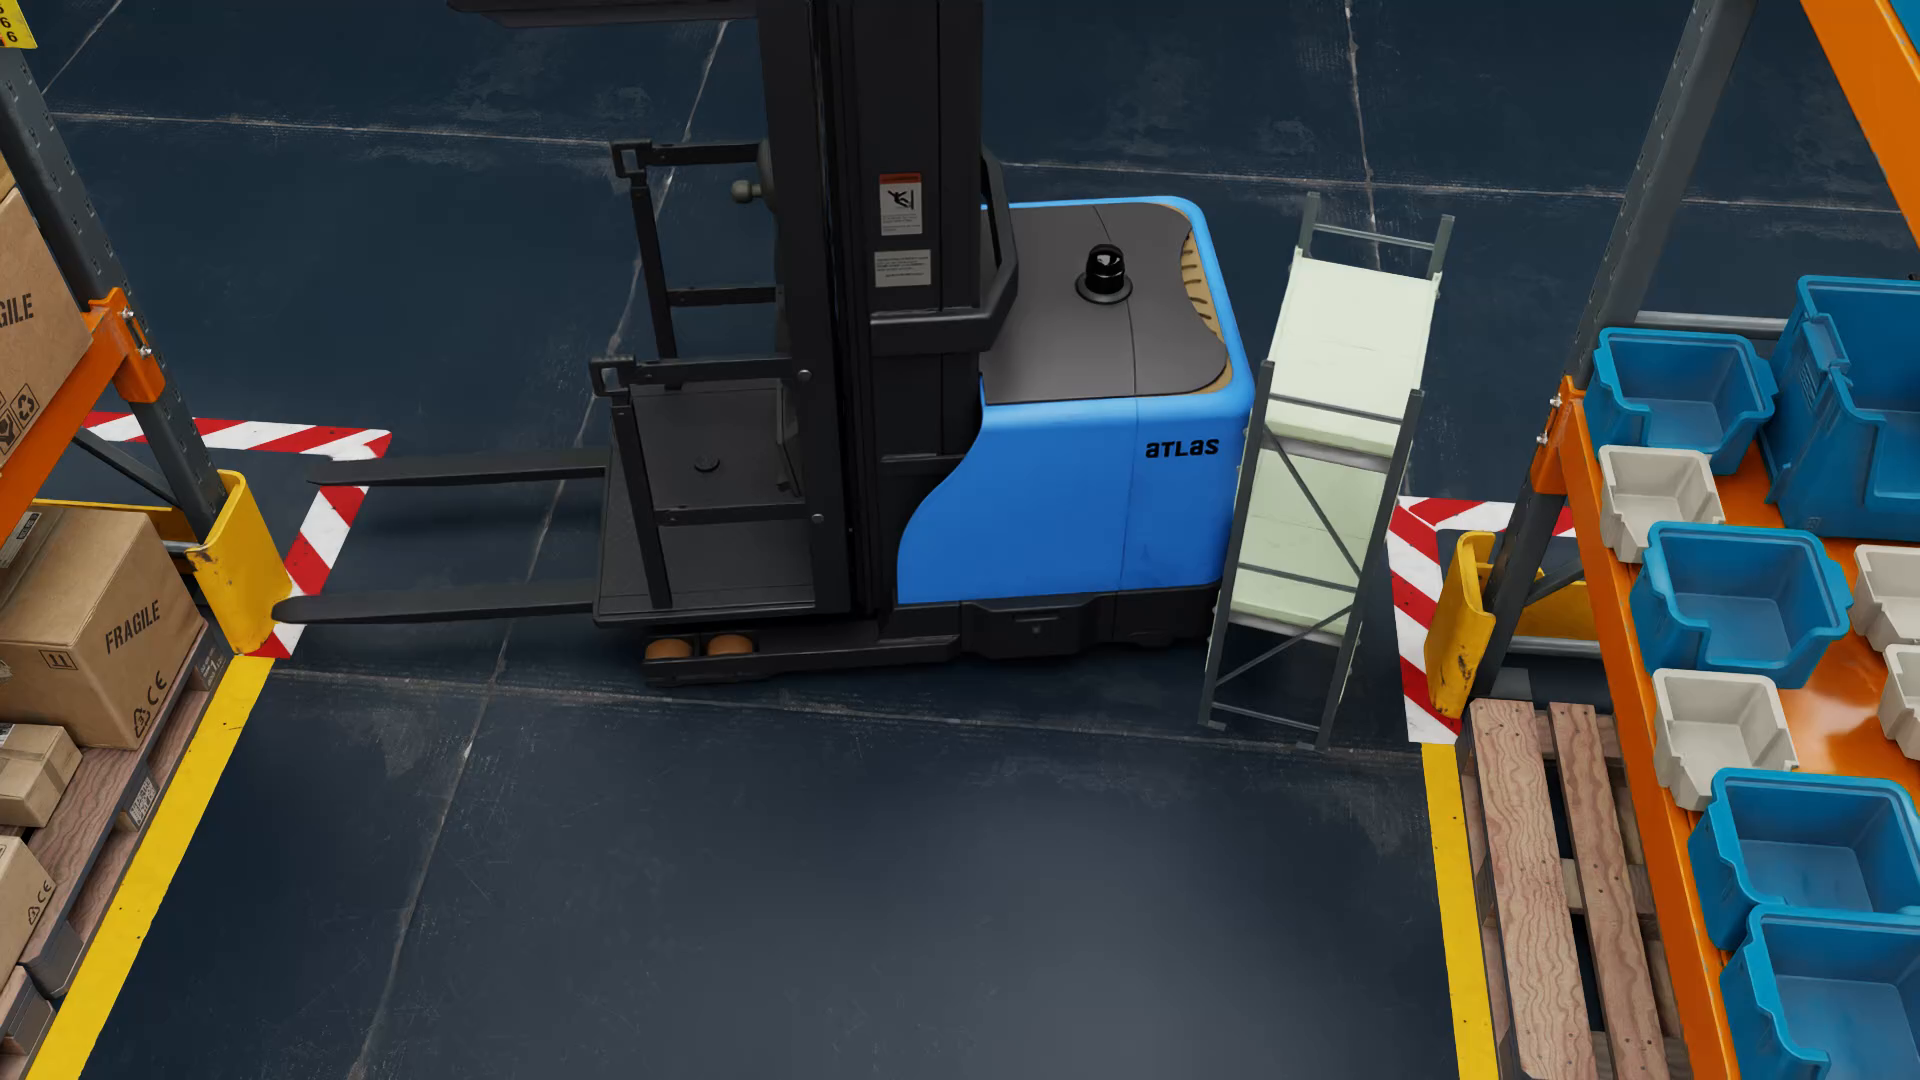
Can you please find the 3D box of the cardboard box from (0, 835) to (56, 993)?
[{"bbox_3d":[-2.756,1.033,4.338,0.500,0.250,0.500,4,48,4],"label":"cardboard box"}]

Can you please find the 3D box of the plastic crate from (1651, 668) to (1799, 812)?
[{"bbox_3d":[1.573,0.434,3.459,0.250,0.136,0.298,4,48,4],"label":"plastic crate"}]

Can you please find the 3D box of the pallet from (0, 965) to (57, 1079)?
[{"bbox_3d":[-3.028,1.618,4.127,1.003,0.211,1.213,4,48,4],"label":"pallet"}]

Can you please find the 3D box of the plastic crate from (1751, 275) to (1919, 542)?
[{"bbox_3d":[2.252,-0.297,3.924,0.616,0.435,0.499,4,48,4],"label":"plastic crate"}]

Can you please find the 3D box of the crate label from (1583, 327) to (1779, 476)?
[{"bbox_3d":[1.747,-0.328,4.090,0.416,0.233,0.303,4,48,4],"label":"crate label"}]

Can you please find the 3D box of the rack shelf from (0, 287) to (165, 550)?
[{"bbox_3d":[-3.018,0.853,3.424,1.077,0.370,4.000,4,48,4],"label":"rack shelf"}]

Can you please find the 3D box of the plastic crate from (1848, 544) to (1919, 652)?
[{"bbox_3d":[2.203,0.157,3.712,0.396,0.136,0.243,4,48,4],"label":"plastic crate"}]

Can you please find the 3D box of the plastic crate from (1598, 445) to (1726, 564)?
[{"bbox_3d":[1.635,-0.065,3.915,0.250,0.136,0.298,4,48,4],"label":"plastic crate"}]

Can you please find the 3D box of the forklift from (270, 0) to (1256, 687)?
[{"bbox_3d":[-0.686,-0.929,4.613,3.031,2.935,1.130,-3,48,-3],"label":"forklift"}]

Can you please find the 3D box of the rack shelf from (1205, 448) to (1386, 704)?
[{"bbox_3d":[1.045,0.069,5.112,0.431,0.370,0.720,13,49,11],"label":"rack shelf"}]

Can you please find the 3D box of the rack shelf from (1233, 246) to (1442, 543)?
[{"bbox_3d":[1.045,-0.414,4.584,0.431,0.370,0.720,13,49,11],"label":"rack shelf"}]

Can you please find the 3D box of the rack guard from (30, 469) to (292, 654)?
[{"bbox_3d":[-2.842,0.040,5.374,1.175,0.500,0.348,4,48,4],"label":"rack guard"}]

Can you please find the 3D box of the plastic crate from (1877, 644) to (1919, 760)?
[{"bbox_3d":[2.162,0.369,3.518,0.396,0.136,0.243,4,48,4],"label":"plastic crate"}]

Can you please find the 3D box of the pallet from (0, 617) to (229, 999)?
[{"bbox_3d":[-2.914,0.724,4.945,1.003,0.211,1.213,4,48,4],"label":"pallet"}]

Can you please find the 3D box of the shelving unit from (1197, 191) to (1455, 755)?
[{"bbox_3d":[1.045,-0.151,4.872,0.431,1.500,0.755,13,49,11],"label":"shelving unit"}]

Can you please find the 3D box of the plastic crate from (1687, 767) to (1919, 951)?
[{"bbox_3d":[1.627,0.640,3.205,0.416,0.233,0.300,4,48,4],"label":"plastic crate"}]

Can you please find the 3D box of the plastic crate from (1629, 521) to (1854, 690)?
[{"bbox_3d":[1.687,0.156,3.647,0.416,0.233,0.300,4,48,4],"label":"plastic crate"}]

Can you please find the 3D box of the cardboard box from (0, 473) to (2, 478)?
[{"bbox_3d":[-2.649,-0.164,3.799,0.500,0.500,0.500,4,48,4],"label":"cardboard box"}]

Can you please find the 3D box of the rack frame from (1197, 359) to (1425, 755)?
[{"bbox_3d":[0.938,0.107,4.635,0.400,1.500,0.023,13,49,11],"label":"rack frame"}]

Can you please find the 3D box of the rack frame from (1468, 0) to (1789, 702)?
[{"bbox_3d":[2.097,-0.523,4.196,1.000,3.000,0.127,4,48,4],"label":"rack frame"}]

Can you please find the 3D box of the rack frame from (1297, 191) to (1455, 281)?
[{"bbox_3d":[1.152,-0.409,5.108,0.400,1.500,0.023,13,49,11],"label":"rack frame"}]

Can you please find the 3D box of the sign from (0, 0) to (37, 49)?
[{"bbox_3d":[-2.285,-1.304,3.911,0.100,0.325,0.005,4,48,4],"label":"sign"}]

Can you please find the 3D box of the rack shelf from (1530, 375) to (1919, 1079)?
[{"bbox_3d":[1.915,1.189,3.117,1.077,0.370,4.000,4,48,4],"label":"rack shelf"}]

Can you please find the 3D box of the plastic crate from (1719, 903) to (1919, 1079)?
[{"bbox_3d":[1.599,0.861,3.003,0.416,0.233,0.300,4,48,4],"label":"plastic crate"}]

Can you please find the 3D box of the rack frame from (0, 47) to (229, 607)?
[{"bbox_3d":[-2.835,-0.859,4.503,1.000,3.000,0.127,4,48,4],"label":"rack frame"}]

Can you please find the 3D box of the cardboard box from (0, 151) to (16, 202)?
[{"bbox_3d":[-2.602,-0.885,3.781,0.500,0.500,0.500,3,48,3],"label":"cardboard box"}]

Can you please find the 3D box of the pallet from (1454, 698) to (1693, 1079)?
[{"bbox_3d":[1.983,1.021,4.673,1.003,0.211,1.213,4,48,4],"label":"pallet"}]

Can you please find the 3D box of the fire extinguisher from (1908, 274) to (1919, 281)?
[{"bbox_3d":[2.563,-0.451,4.435,0.296,0.674,0.183,4,48,4],"label":"fire extinguisher"}]

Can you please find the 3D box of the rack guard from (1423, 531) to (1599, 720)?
[{"bbox_3d":[2.086,0.302,5.135,1.175,0.500,0.348,4,48,4],"label":"rack guard"}]

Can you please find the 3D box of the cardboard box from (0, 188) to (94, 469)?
[{"bbox_3d":[-2.605,-0.545,4.148,0.500,0.500,0.500,5,48,5],"label":"cardboard box"}]

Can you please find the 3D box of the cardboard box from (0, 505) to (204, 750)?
[{"bbox_3d":[-2.640,0.252,4.882,0.500,0.500,0.500,4,48,4],"label":"cardboard box"}]

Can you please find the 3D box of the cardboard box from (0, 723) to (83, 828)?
[{"bbox_3d":[-2.766,0.656,4.739,0.380,0.166,0.250,4,48,4],"label":"cardboard box"}]
